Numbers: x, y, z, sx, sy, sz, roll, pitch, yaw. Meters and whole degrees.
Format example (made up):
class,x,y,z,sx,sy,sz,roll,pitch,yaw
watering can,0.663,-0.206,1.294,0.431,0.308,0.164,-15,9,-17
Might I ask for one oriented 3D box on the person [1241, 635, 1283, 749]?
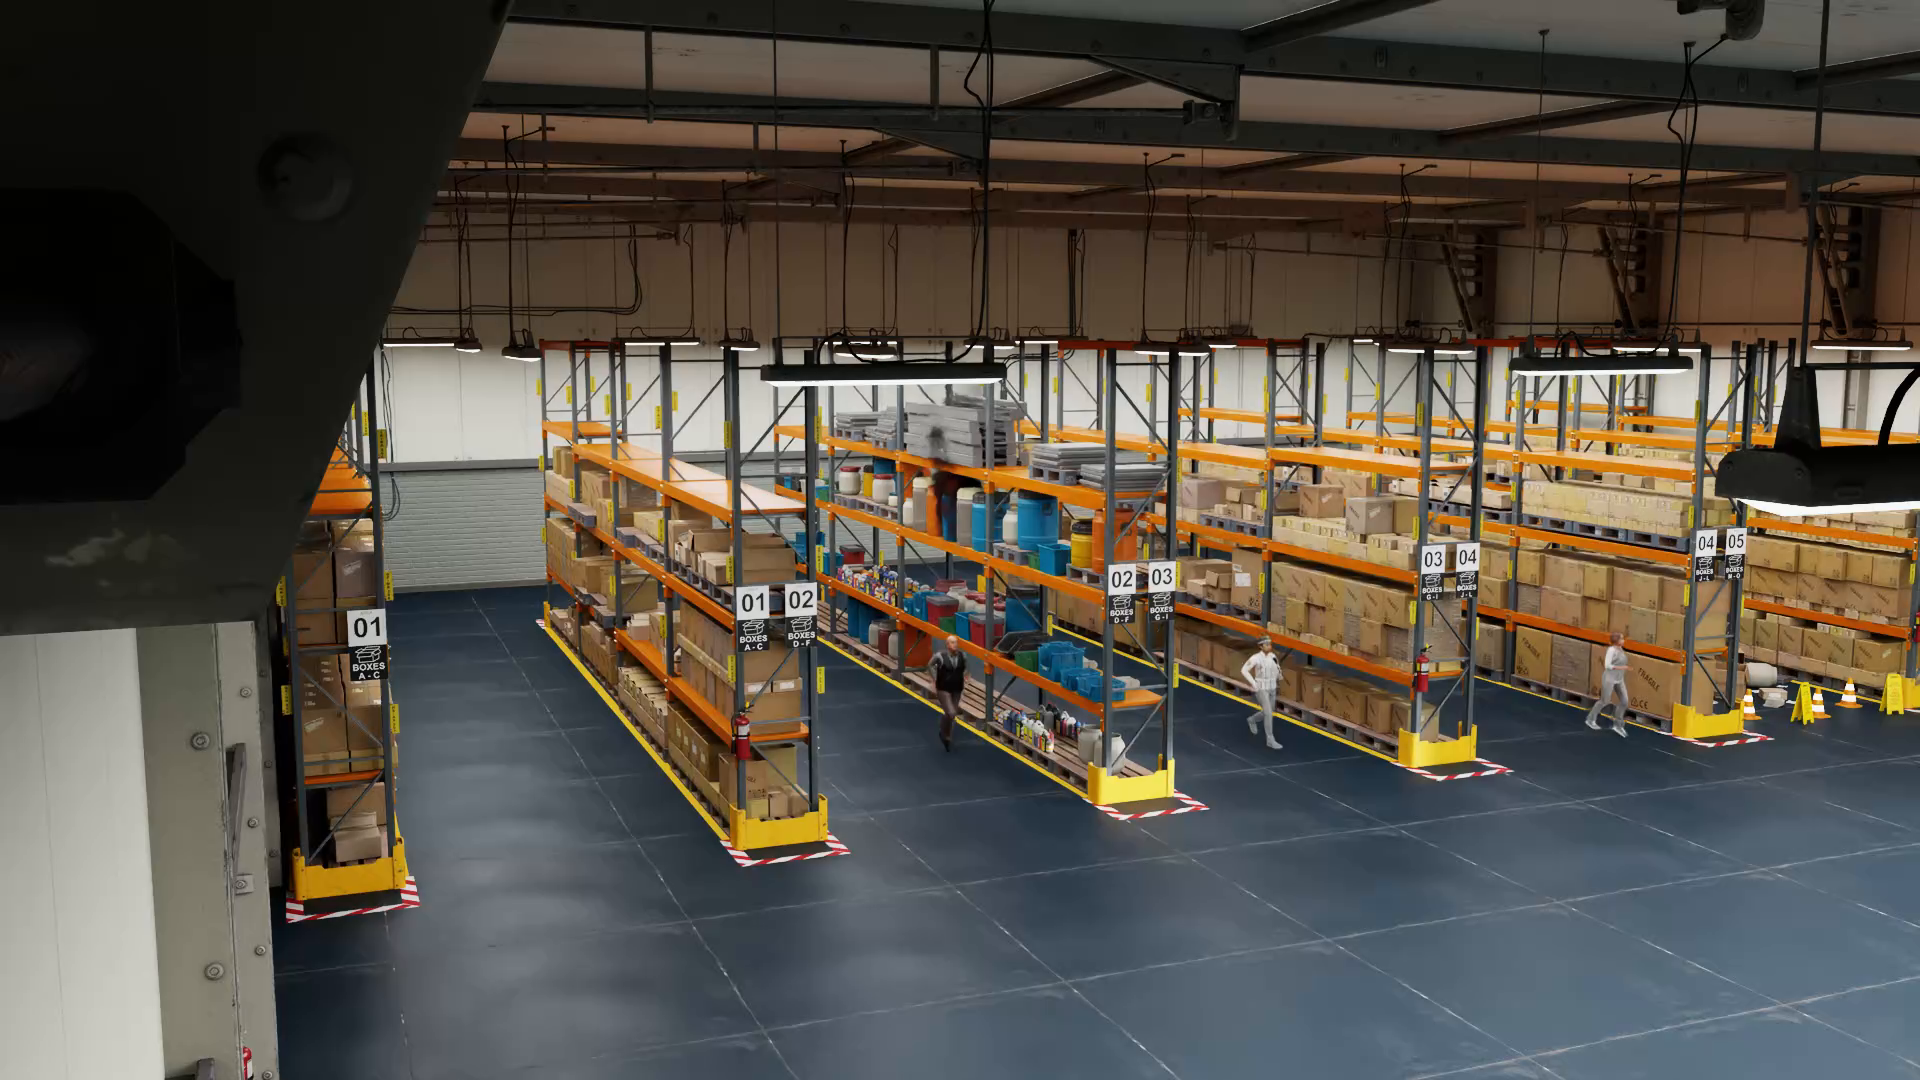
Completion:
class,x,y,z,sx,sy,sz,roll,pitch,yaw
person,4.575,2.244,25.039,0.624,1.669,0.875,-4,9,-30

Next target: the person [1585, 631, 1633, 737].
class,x,y,z,sx,sy,sz,roll,pitch,yaw
person,10.053,2.213,25.682,0.532,1.644,0.707,-6,9,-38

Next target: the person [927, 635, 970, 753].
class,x,y,z,sx,sy,sz,roll,pitch,yaw
person,-0.140,2.277,24.812,0.574,1.760,0.847,-4,9,-30
